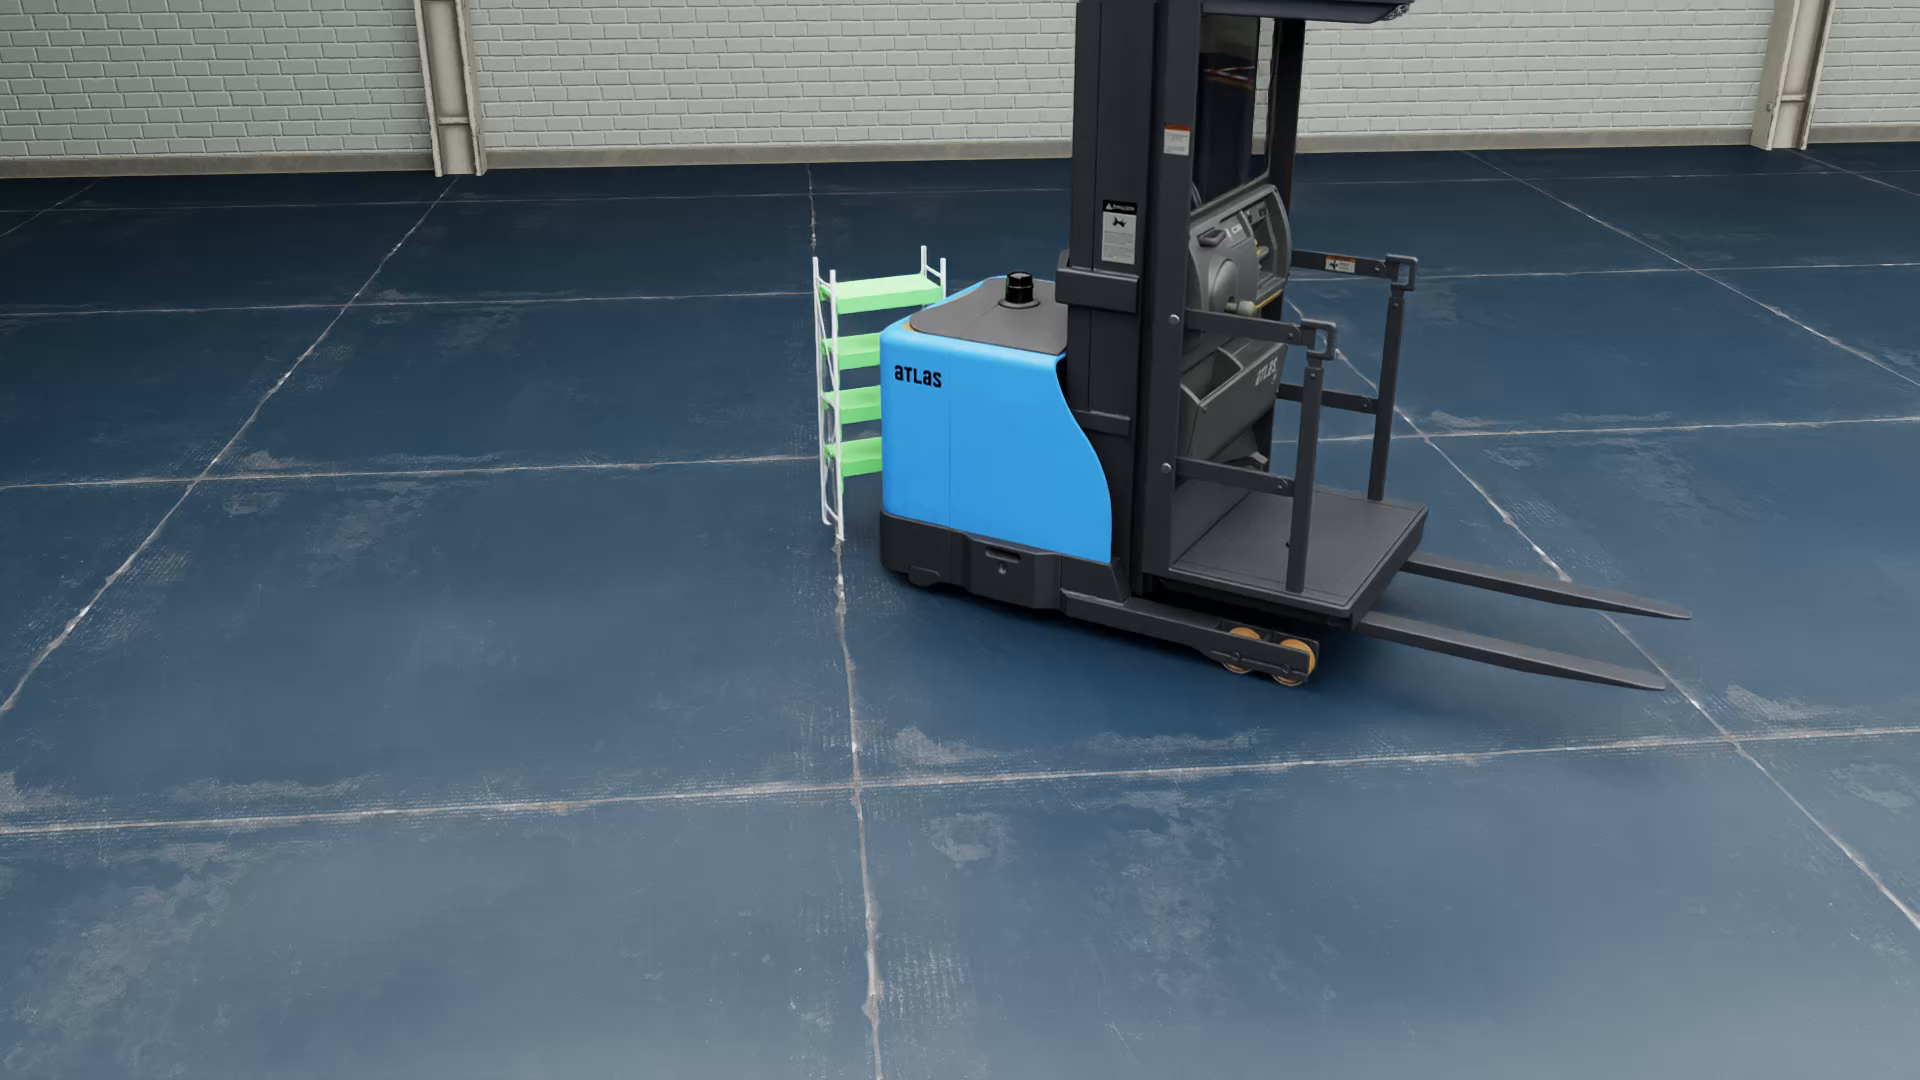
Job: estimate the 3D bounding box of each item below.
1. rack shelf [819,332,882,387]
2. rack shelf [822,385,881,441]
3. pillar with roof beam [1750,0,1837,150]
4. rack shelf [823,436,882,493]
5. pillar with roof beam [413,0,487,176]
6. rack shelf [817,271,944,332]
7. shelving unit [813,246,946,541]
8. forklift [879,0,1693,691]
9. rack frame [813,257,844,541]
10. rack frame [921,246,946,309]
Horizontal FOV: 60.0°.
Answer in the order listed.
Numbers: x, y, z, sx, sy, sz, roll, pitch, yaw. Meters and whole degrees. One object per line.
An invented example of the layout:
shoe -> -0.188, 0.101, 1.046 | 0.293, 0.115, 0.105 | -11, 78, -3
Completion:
rack shelf -> -0.337, -0.790, 7.117 | 0.480, 0.148, 0.258 | -10, 26, -21
rack shelf -> -0.337, -0.571, 7.214 | 0.480, 0.148, 0.258 | -10, 26, -21
pillar with roof beam -> 8.043, -6.041, 9.763 | 0.400, 9.000, 9.100 | -2, 24, -5
rack shelf -> -0.337, -0.352, 7.312 | 0.480, 0.148, 0.258 | -10, 26, -21
pillar with roof beam -> -3.899, -5.562, 8.685 | 0.400, 9.000, 9.100 | -2, 24, -5
rack shelf -> -0.337, -1.009, 7.019 | 0.480, 0.148, 0.258 | -10, 26, -21
shelving unit -> -0.337, -0.629, 7.188 | 0.503, 1.200, 0.258 | -10, 26, -21
forklift -> 1.209, -1.055, 6.014 | 3.031, 2.935, 1.130 | 13, 27, 27
rack frame -> -0.562, -0.590, 7.101 | 0.015, 1.200, 0.240 | -10, 26, -21
rack frame -> -0.113, -0.668, 7.276 | 0.015, 1.200, 0.240 | -10, 26, -21
